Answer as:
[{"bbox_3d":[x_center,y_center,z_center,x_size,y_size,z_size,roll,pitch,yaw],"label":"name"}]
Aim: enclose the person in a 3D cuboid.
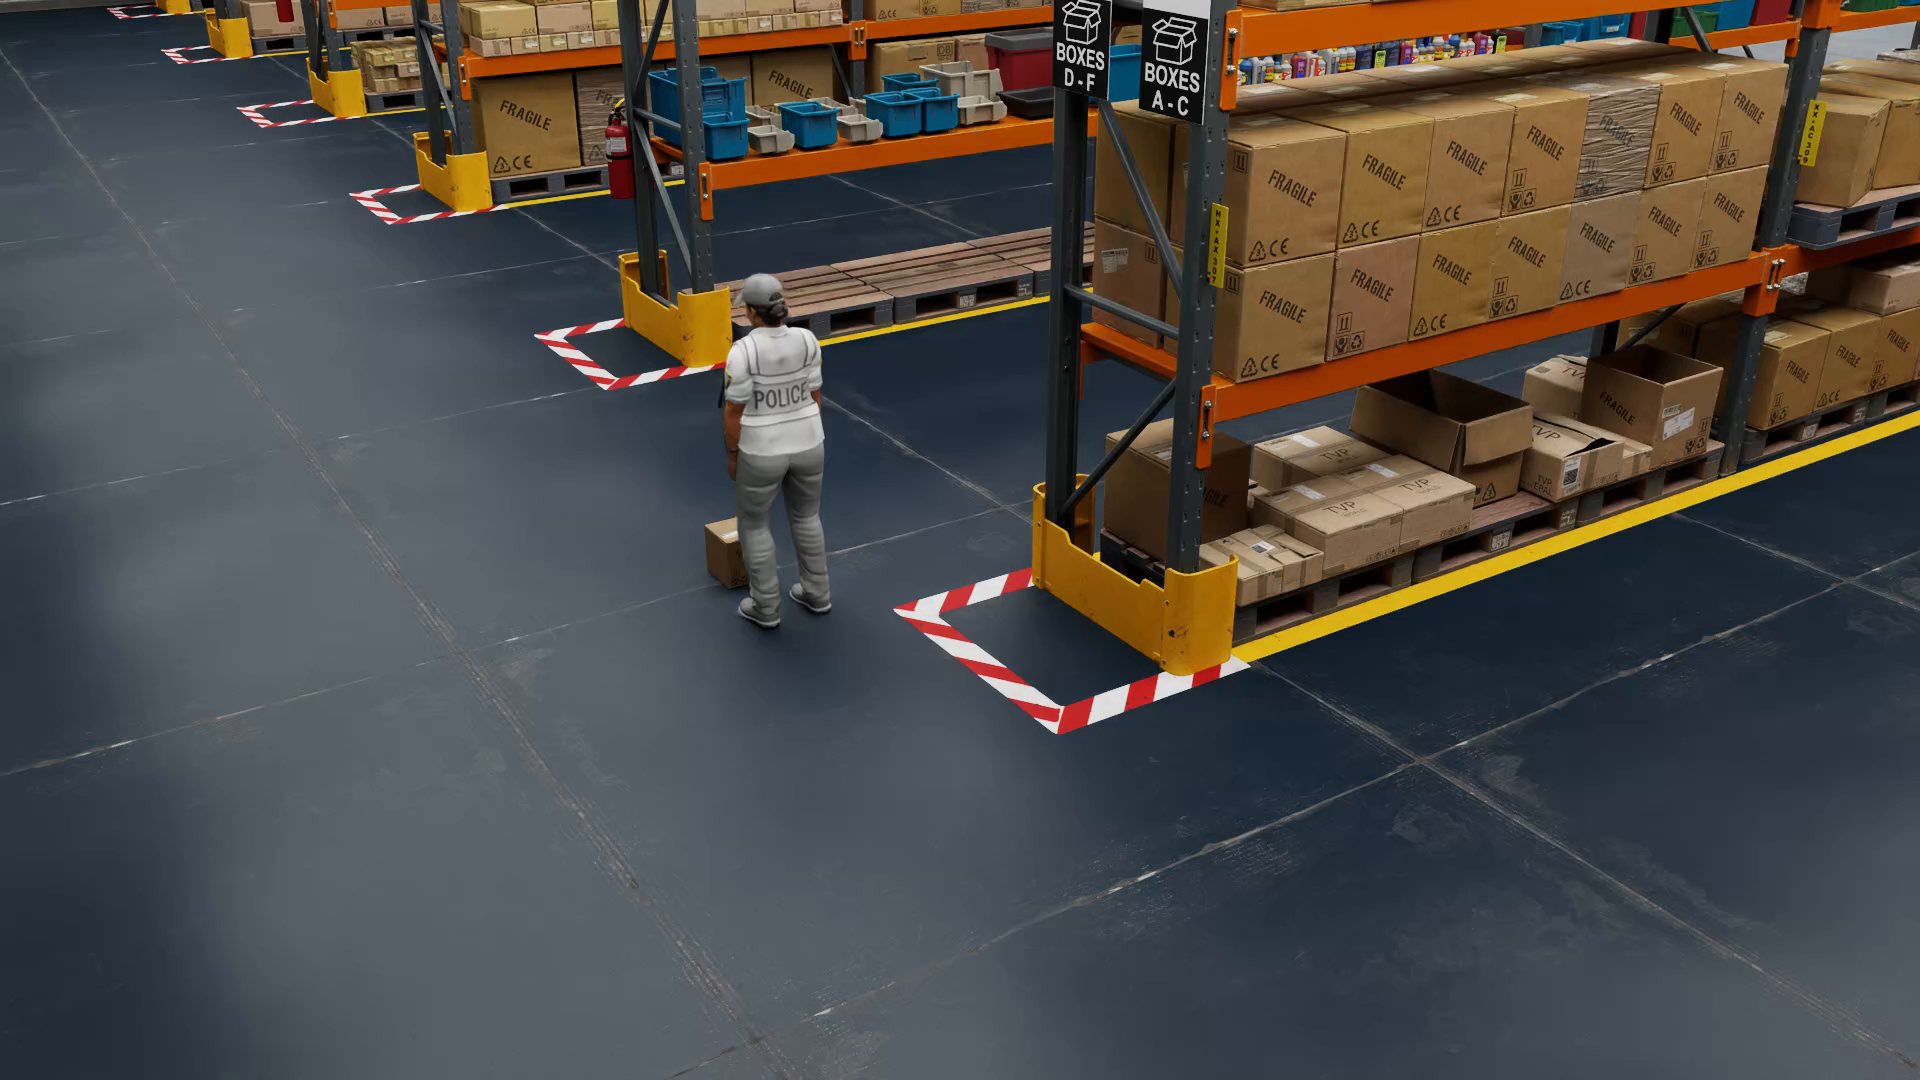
[{"bbox_3d":[-0.855,-0.404,7.586,0.470,1.659,0.390,-15,29,-28],"label":"person"}]
